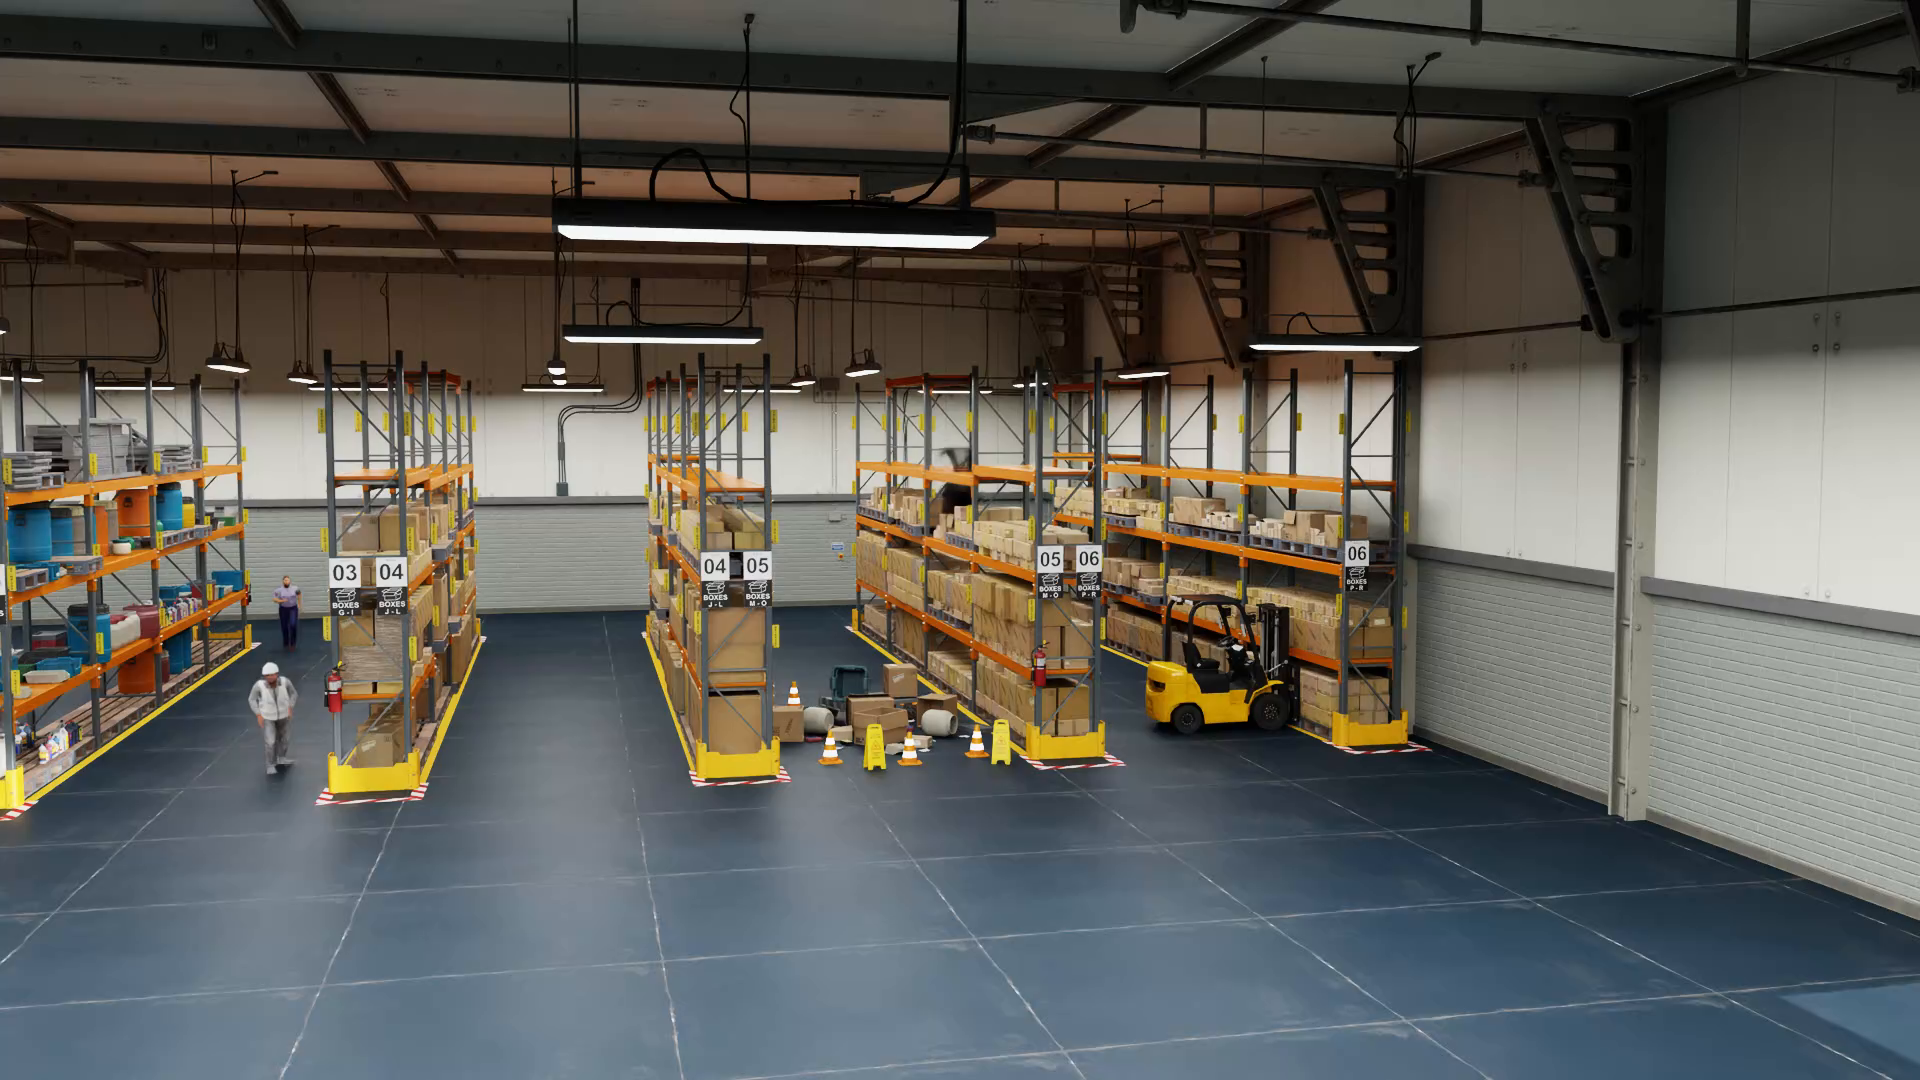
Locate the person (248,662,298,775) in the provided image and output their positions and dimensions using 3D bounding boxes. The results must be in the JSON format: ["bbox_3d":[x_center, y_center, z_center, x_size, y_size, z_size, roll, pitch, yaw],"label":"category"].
[{"bbox_3d":[-9.859,2.536,23.934,0.719,1.647,0.863,-4,5,-43],"label":"person"}]

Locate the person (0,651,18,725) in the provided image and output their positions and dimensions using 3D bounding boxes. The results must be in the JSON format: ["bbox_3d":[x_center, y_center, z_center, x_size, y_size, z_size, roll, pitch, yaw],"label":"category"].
[{"bbox_3d":[-15.647,2.337,26.982,0.579,1.581,0.806,-2,5,-30],"label":"person"}]

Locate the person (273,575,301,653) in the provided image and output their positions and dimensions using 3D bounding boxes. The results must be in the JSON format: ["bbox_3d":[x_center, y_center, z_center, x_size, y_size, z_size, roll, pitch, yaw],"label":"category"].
[{"bbox_3d":[-14.860,1.633,36.755,0.559,1.689,0.842,-1,4,-18],"label":"person"}]
